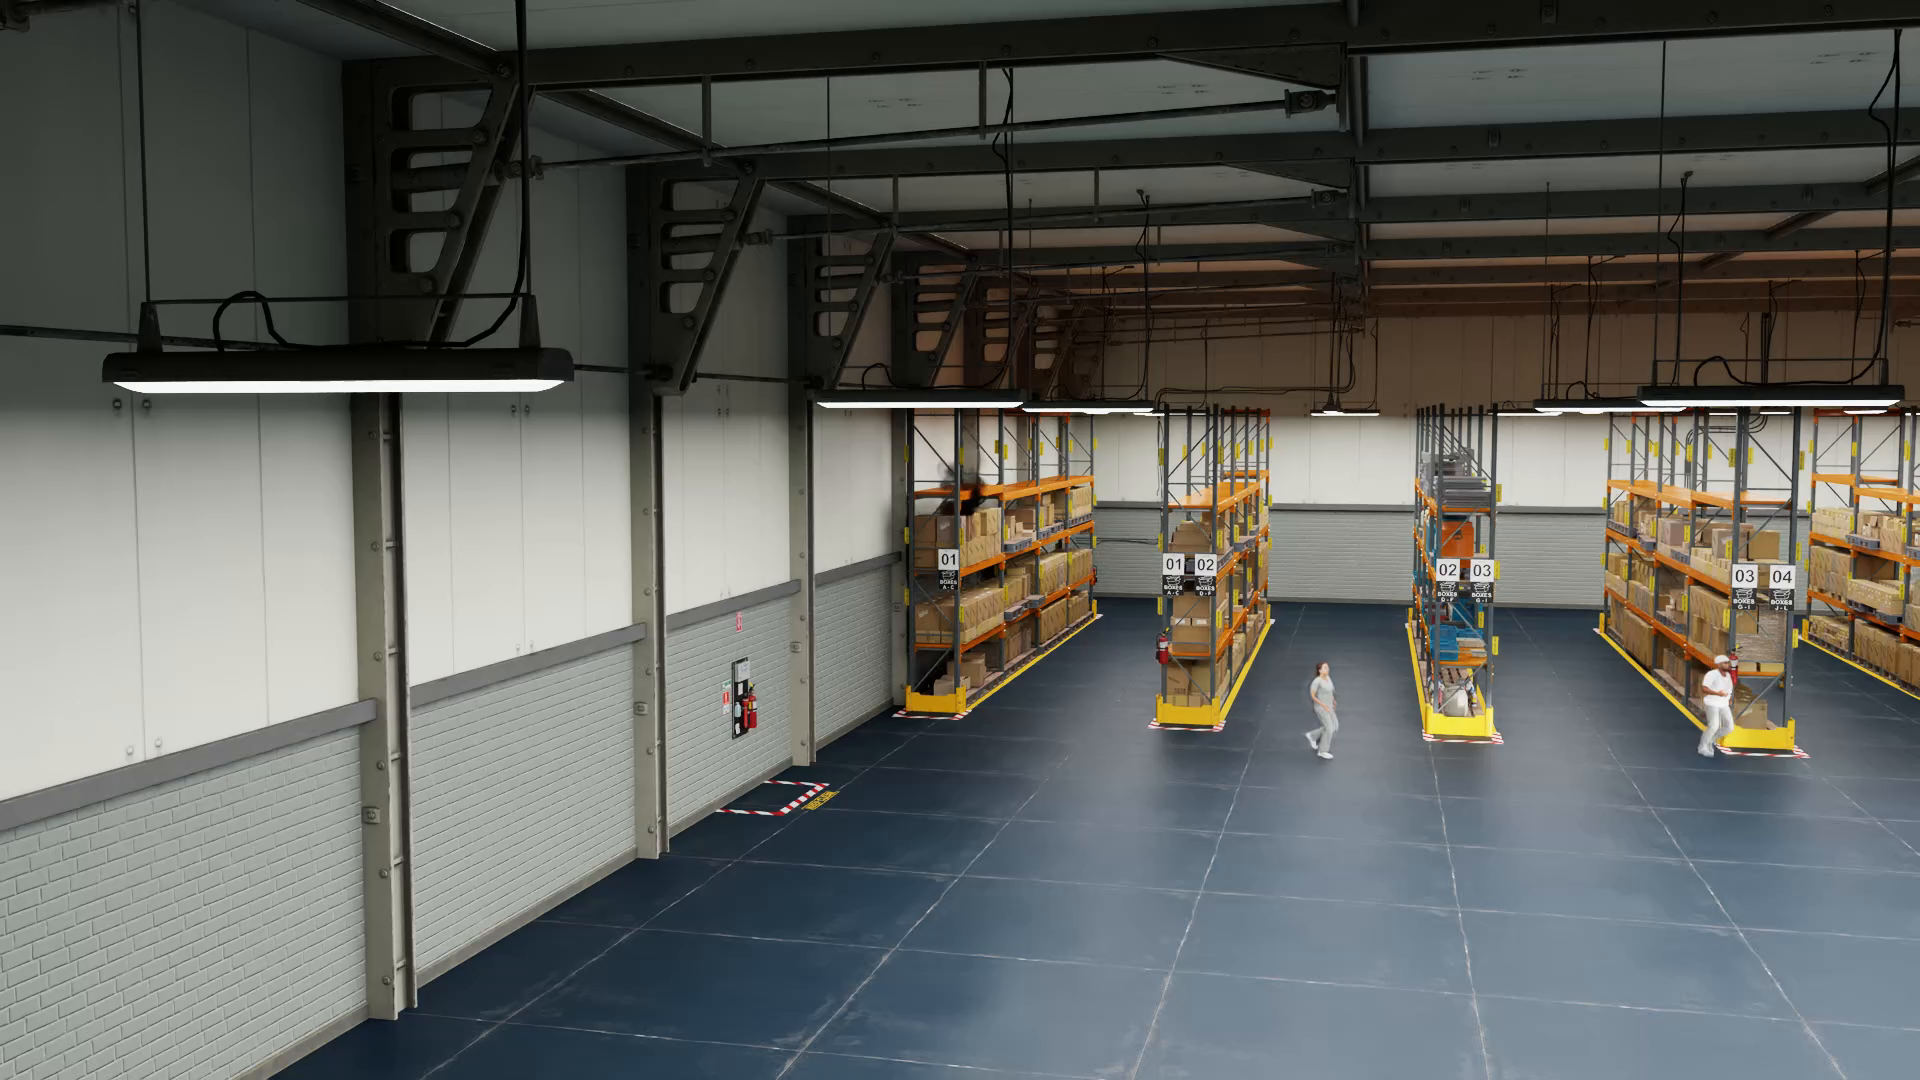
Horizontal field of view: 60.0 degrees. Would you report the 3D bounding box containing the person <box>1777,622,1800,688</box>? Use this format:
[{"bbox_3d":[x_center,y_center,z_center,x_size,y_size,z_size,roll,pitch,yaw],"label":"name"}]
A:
[{"bbox_3d":[17.456,2.291,35.270,0.720,1.715,0.604,1,4,10],"label":"person"}]

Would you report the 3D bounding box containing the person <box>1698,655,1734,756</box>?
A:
[{"bbox_3d":[12.903,2.806,28.182,0.710,1.715,0.603,-2,5,-23],"label":"person"}]

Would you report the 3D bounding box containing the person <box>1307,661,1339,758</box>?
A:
[{"bbox_3d":[6.132,2.862,28.200,0.551,1.636,0.565,4,6,44],"label":"person"}]

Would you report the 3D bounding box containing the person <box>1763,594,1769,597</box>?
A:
[{"bbox_3d":[20.276,1.838,41.320,0.717,1.804,0.881,2,4,22],"label":"person"}]
